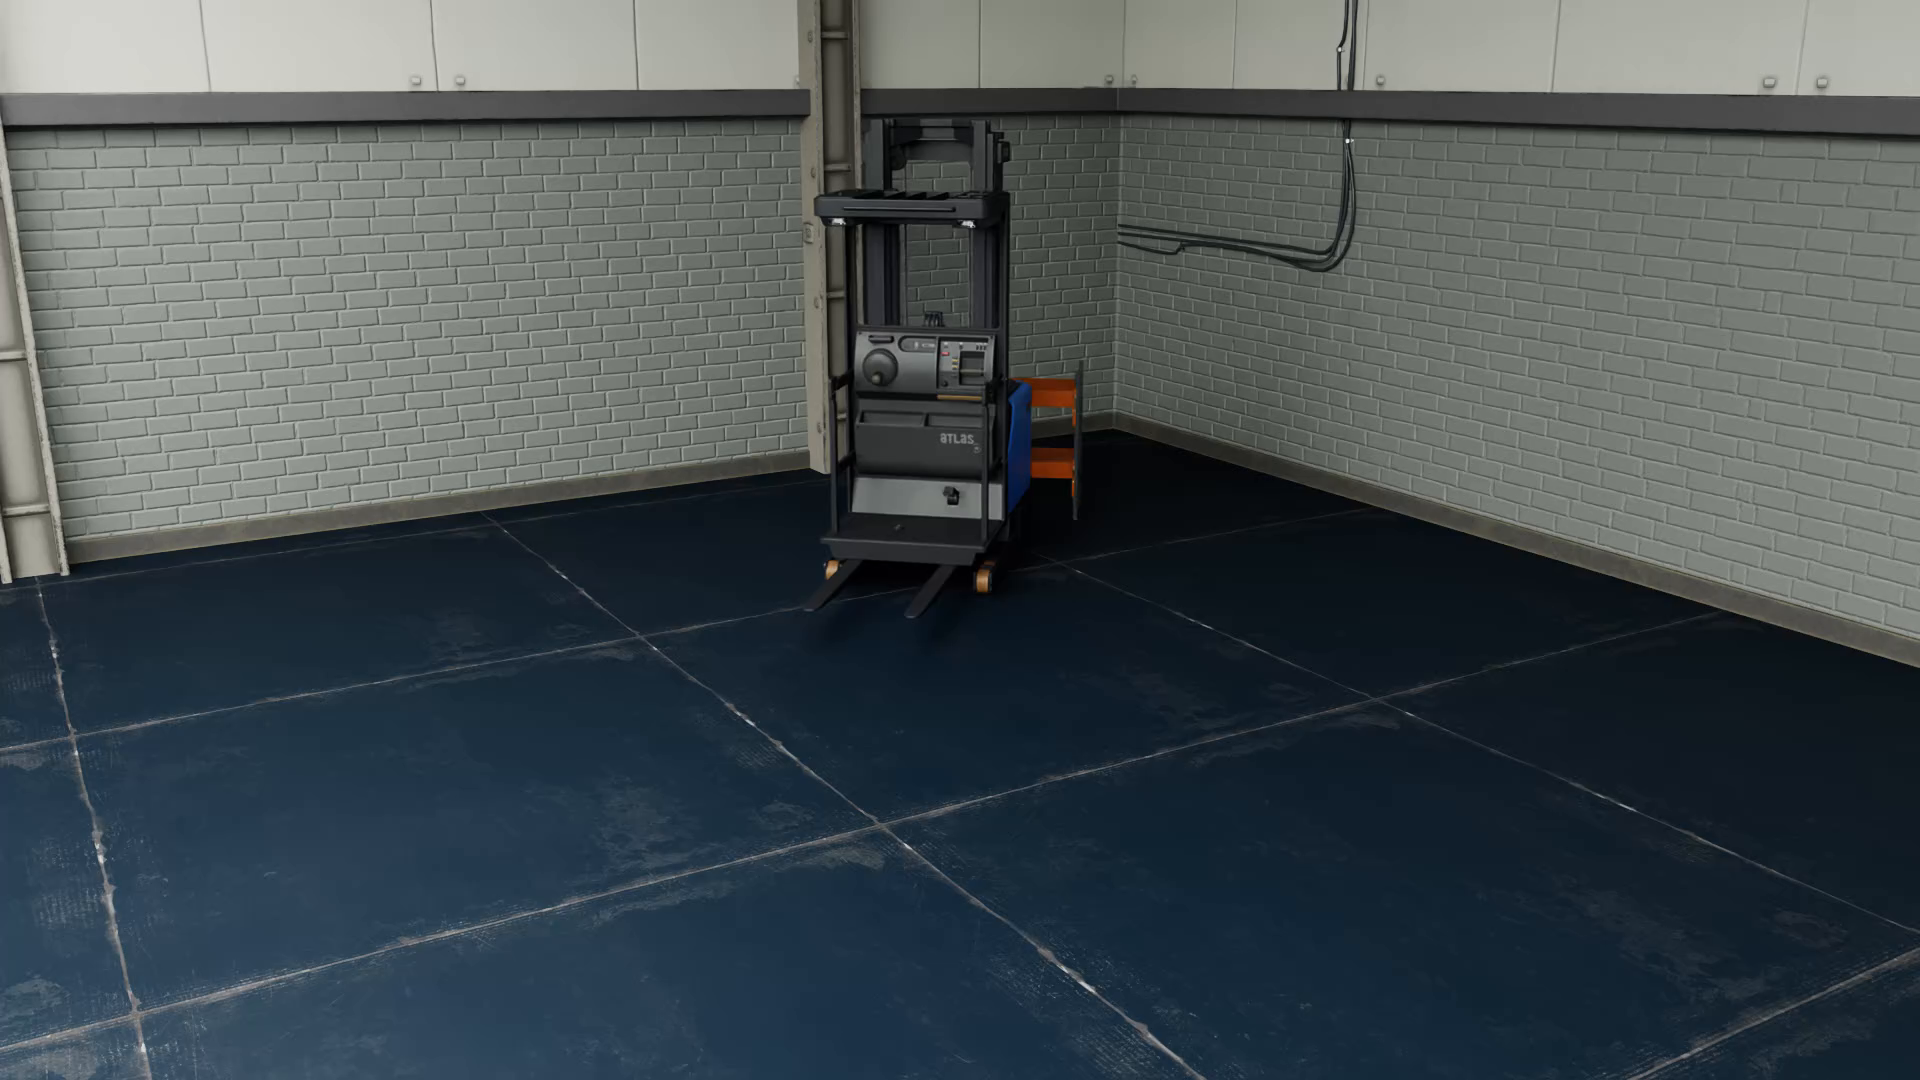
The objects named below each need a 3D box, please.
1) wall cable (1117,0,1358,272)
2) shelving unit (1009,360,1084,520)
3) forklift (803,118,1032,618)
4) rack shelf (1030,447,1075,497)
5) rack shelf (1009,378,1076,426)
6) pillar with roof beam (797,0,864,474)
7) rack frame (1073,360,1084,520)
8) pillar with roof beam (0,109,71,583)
[{"bbox_3d":[2.169,-3.553,13.665,0.112,2.526,3.097,-9,18,-30],"label":"wall cable"},{"bbox_3d":[0.387,-0.776,12.594,1.048,1.125,0.538,2,16,7],"label":"shelving unit"},{"bbox_3d":[-0.271,-1.173,10.663,1.130,2.935,3.031,3,16,11],"label":"forklift"},{"bbox_3d":[0.387,-0.541,12.660,1.000,0.278,0.538,2,16,7],"label":"rack shelf"},{"bbox_3d":[0.387,-1.058,12.515,1.000,0.278,0.538,2,16,7],"label":"rack shelf"},{"bbox_3d":[1.180,-3.949,9.324,0.400,9.000,9.100,-9,18,-30],"label":"pillar with roof beam"},{"bbox_3d":[0.891,-0.758,12.531,0.032,1.125,0.500,2,16,7],"label":"rack frame"},{"bbox_3d":[-3.963,-3.114,6.348,0.400,9.000,9.100,-9,18,-30],"label":"pillar with roof beam"}]
